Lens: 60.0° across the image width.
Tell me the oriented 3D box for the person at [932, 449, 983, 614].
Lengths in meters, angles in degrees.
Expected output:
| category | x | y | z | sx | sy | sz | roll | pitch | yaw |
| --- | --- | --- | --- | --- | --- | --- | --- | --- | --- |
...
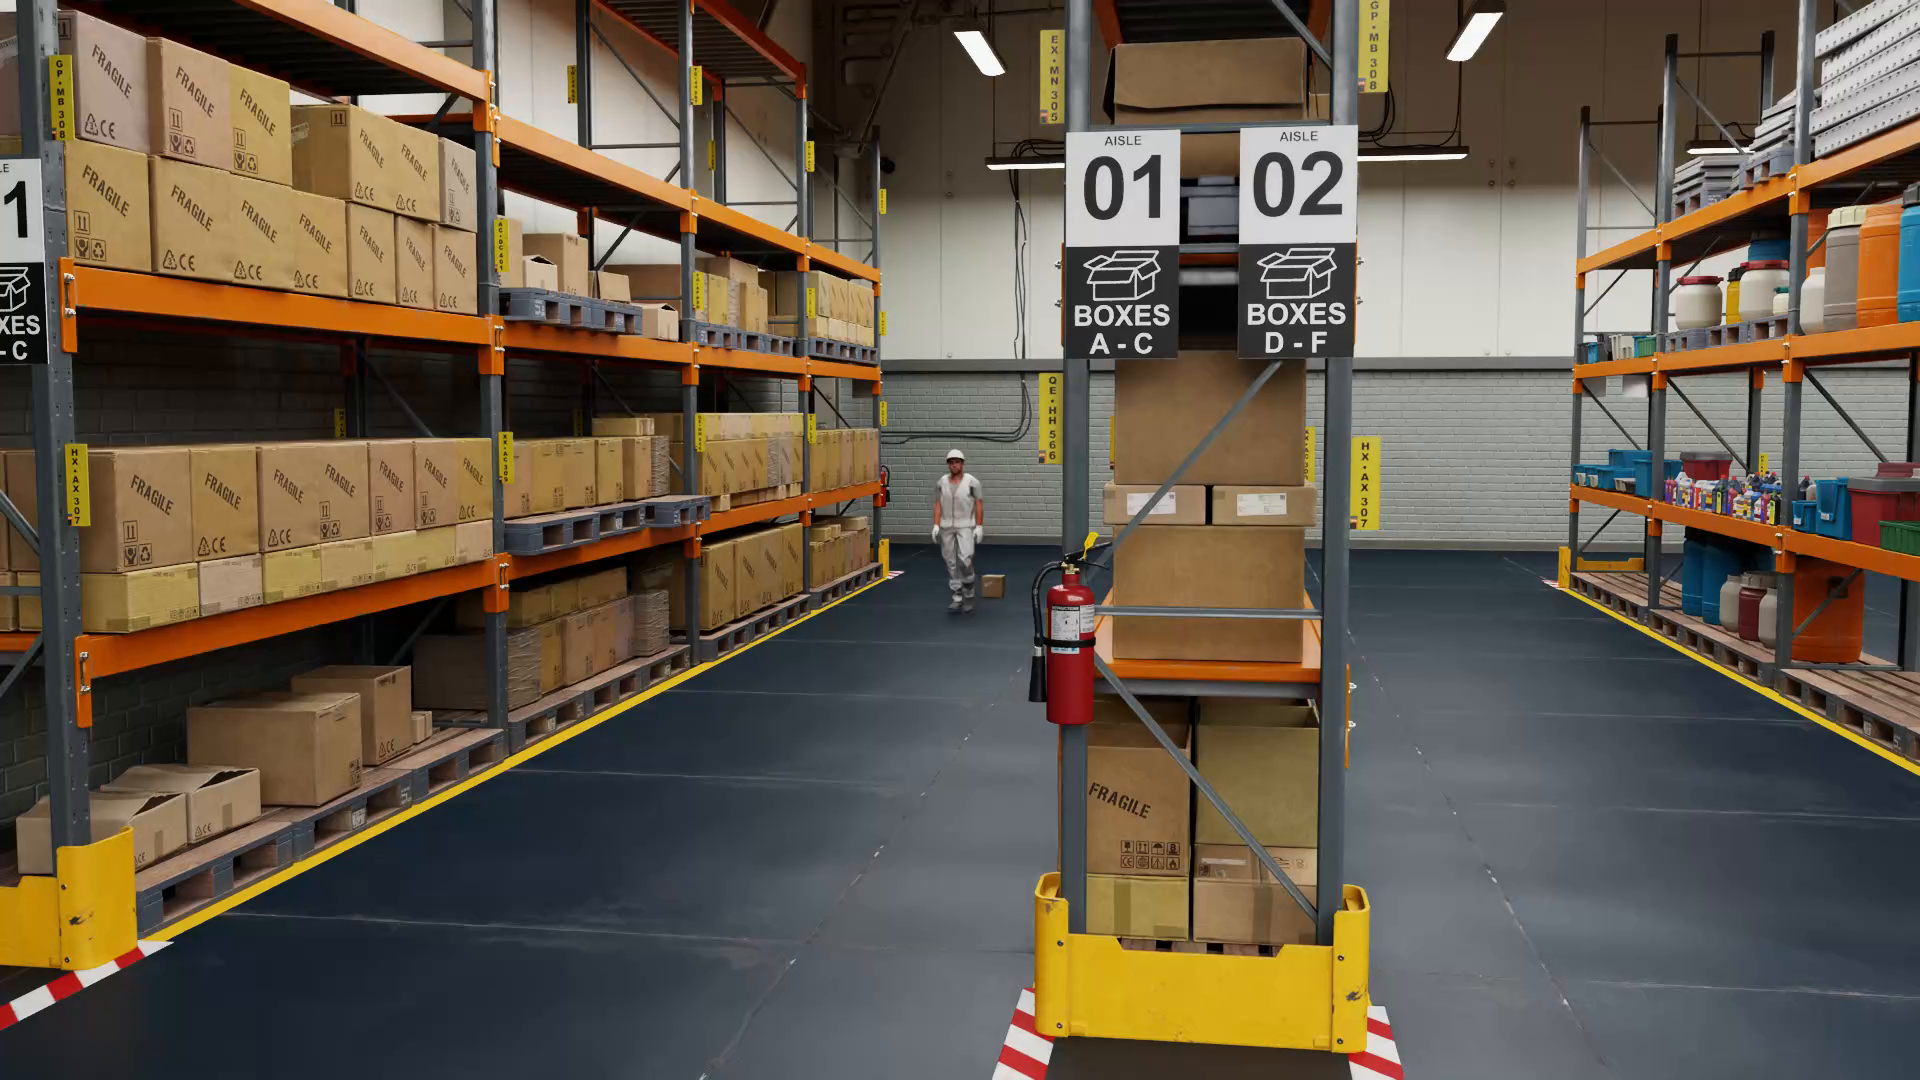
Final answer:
| category | x | y | z | sx | sy | sz | roll | pitch | yaw |
| --- | --- | --- | --- | --- | --- | --- | --- | --- | --- |
| person | -0.039 | -0.093 | 18.315 | 0.539 | 1.812 | 0.449 | 1 | 5 | 19 |
